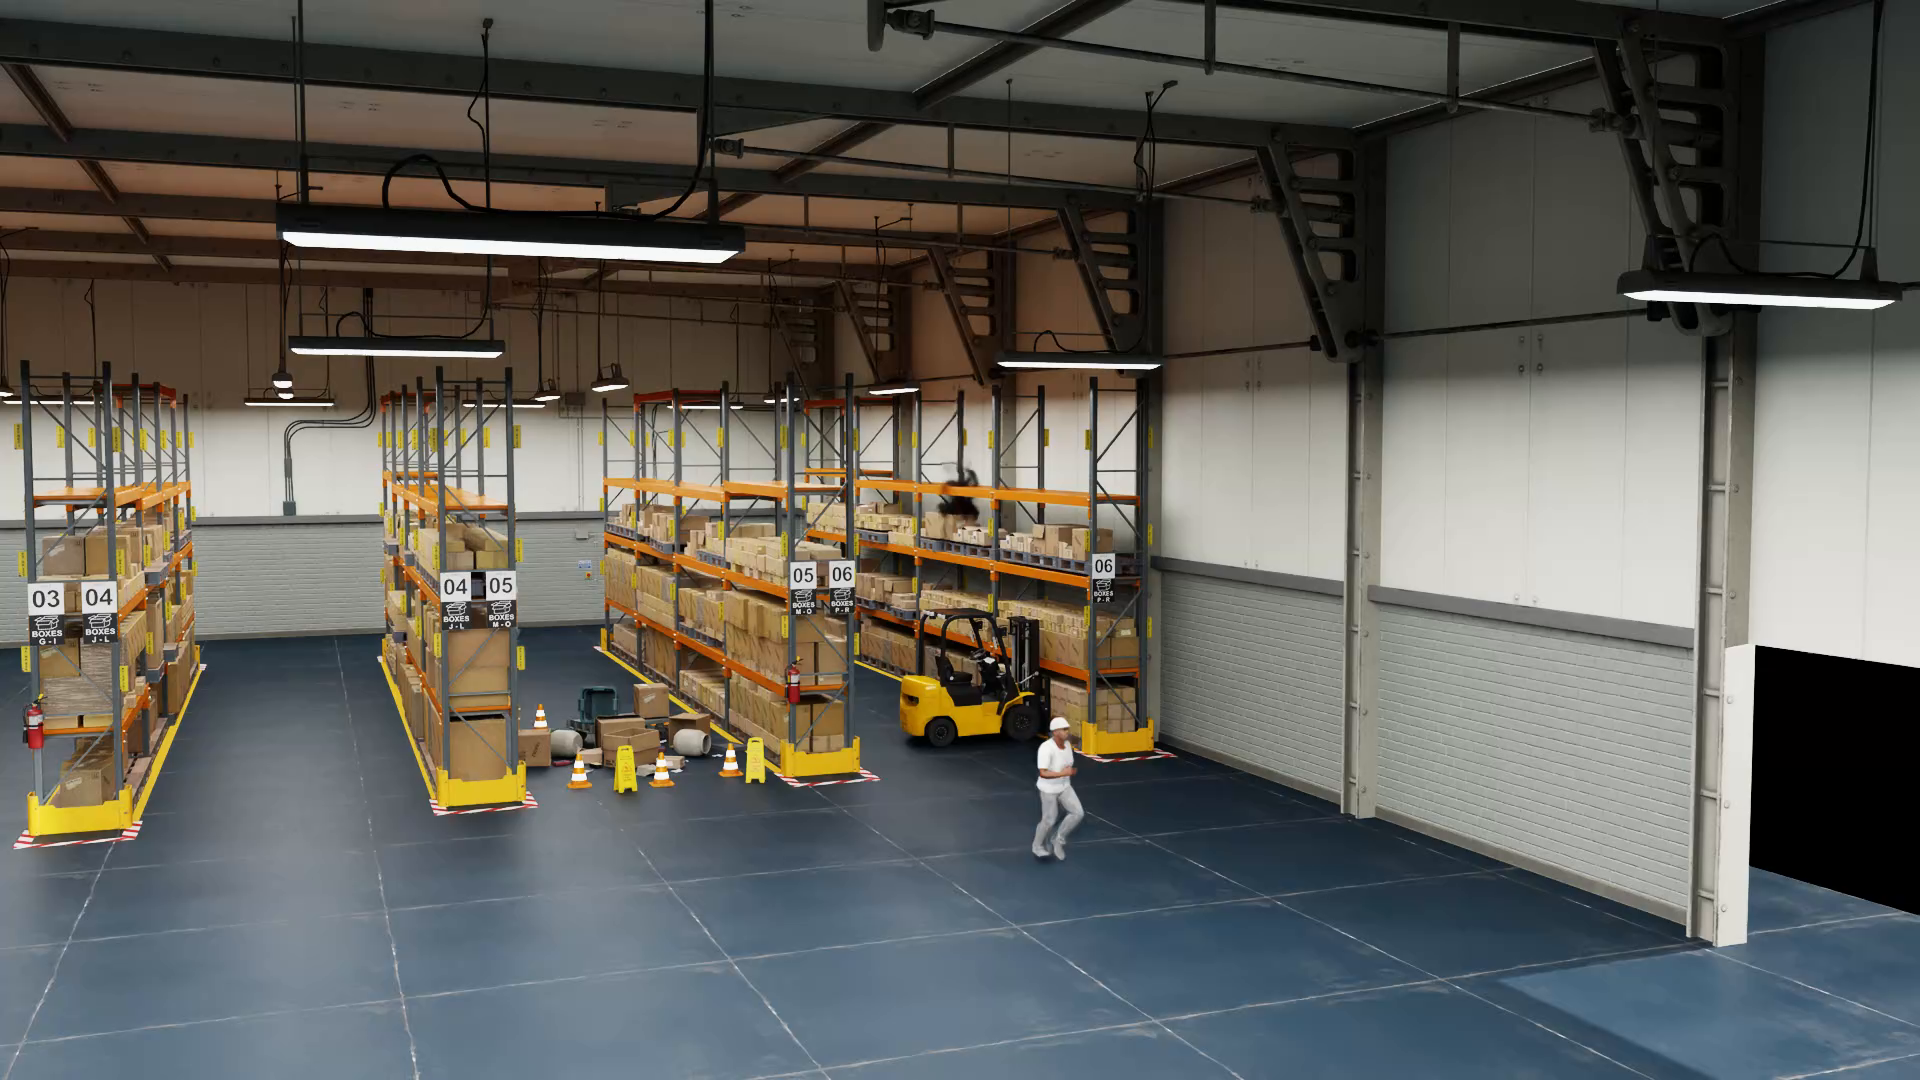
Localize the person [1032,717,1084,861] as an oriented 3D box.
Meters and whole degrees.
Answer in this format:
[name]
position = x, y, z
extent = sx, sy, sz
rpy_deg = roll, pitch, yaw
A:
[person]
position = 1.153, 2.935, 19.636
extent = 0.785, 1.722, 0.737
rpy_deg = 3, 5, 43
